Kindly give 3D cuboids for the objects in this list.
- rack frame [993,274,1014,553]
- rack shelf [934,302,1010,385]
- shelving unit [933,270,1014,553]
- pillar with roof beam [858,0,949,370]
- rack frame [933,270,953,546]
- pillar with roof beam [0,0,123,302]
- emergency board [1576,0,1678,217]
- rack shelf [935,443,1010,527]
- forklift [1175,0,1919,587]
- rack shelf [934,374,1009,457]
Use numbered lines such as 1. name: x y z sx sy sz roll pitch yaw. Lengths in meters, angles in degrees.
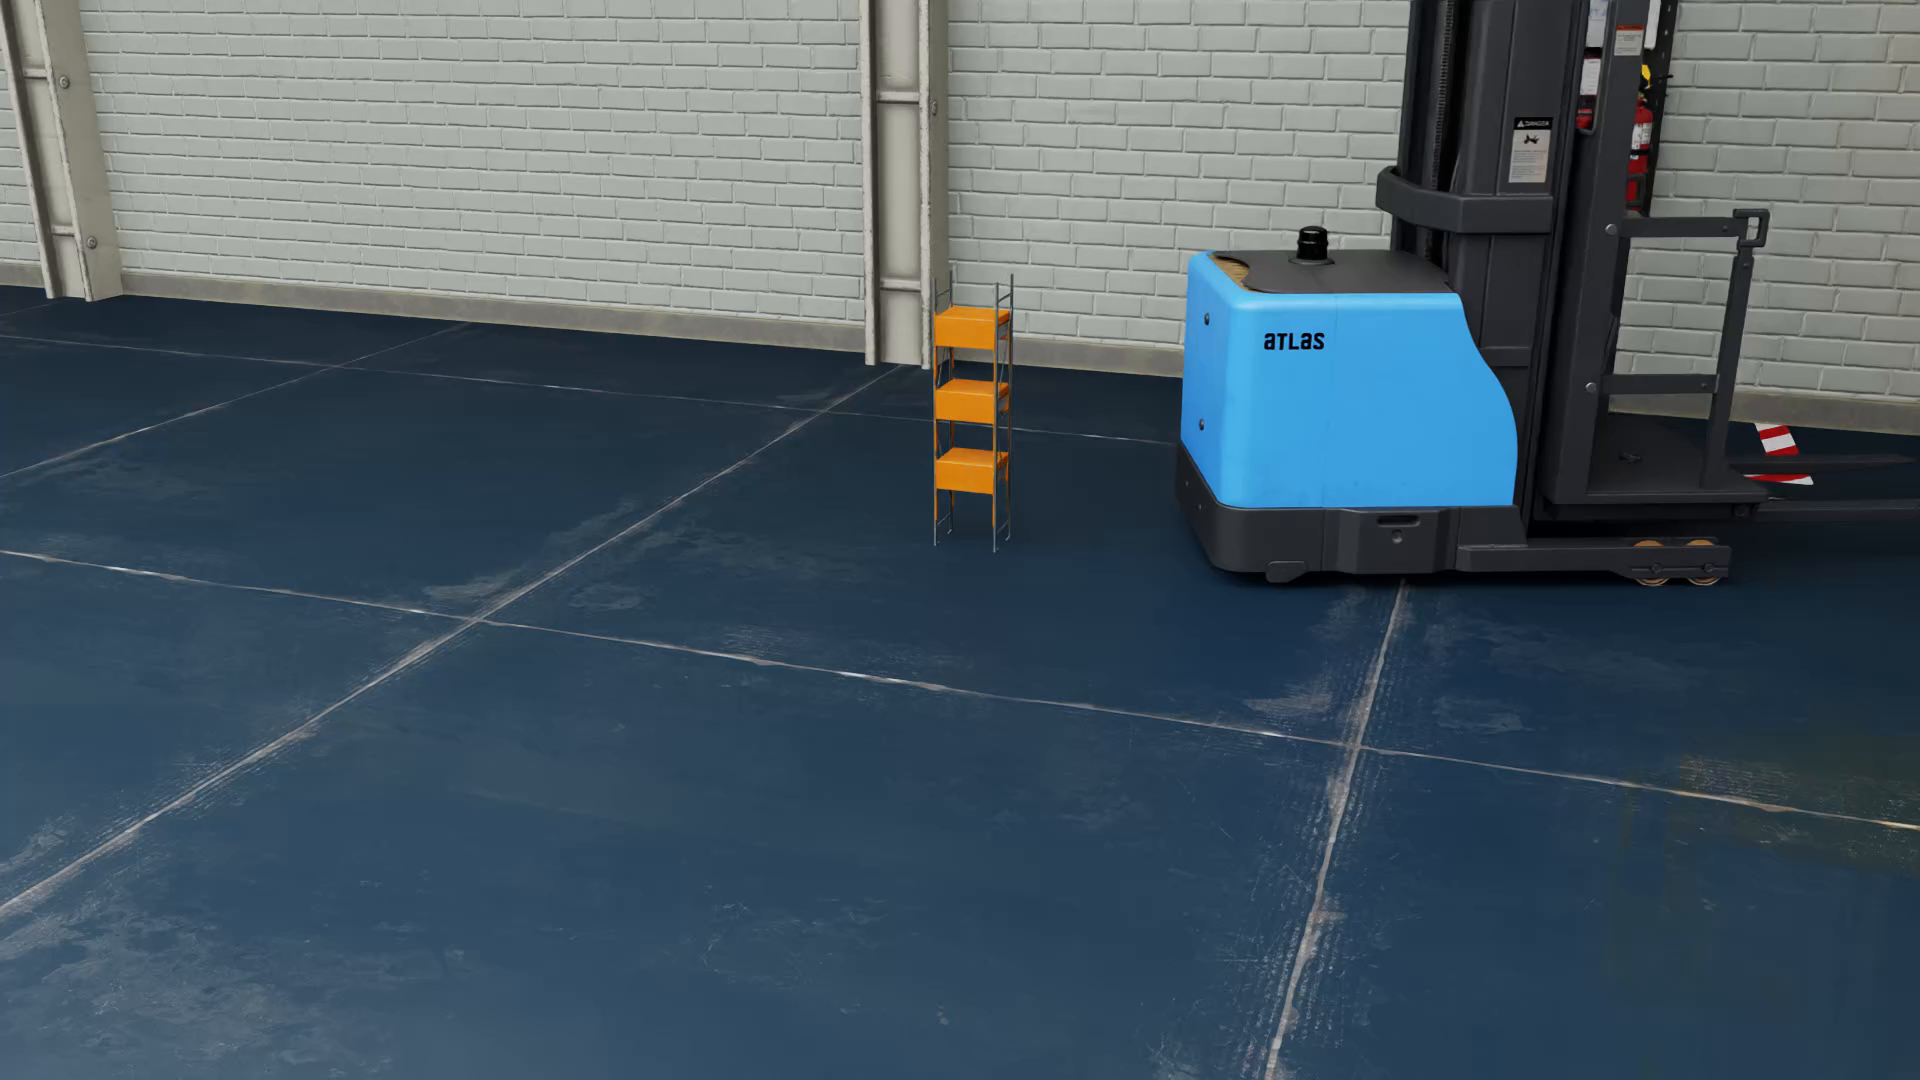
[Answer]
1. rack frame: 0.166 -0.477 6.349 0.008 1.050 0.200 7 20 18
2. rack shelf: 0.051 -0.748 6.297 0.240 0.259 0.215 7 20 18
3. shelving unit: 0.051 -0.490 6.387 0.252 1.050 0.215 7 20 18
4. pillar with roof beam: -1.714 -3.933 4.189 0.400 9.000 9.100 7 20 18
5. rack frame: -0.065 -0.503 6.425 0.008 1.050 0.200 7 20 18
6. pillar with roof beam: -7.381 -4.581 6.048 0.400 9.000 9.100 7 20 18
7. emergency board: 3.045 -2.070 7.957 0.643 1.169 0.194 7 20 18
8. rack shelf: 0.051 -0.218 6.482 0.240 0.259 0.215 7 20 18
9. forklift: 2.422 -1.388 6.104 3.031 2.935 1.130 -1 19 -2
10. rack shelf: 0.051 -0.480 6.390 0.240 0.259 0.215 7 20 18
